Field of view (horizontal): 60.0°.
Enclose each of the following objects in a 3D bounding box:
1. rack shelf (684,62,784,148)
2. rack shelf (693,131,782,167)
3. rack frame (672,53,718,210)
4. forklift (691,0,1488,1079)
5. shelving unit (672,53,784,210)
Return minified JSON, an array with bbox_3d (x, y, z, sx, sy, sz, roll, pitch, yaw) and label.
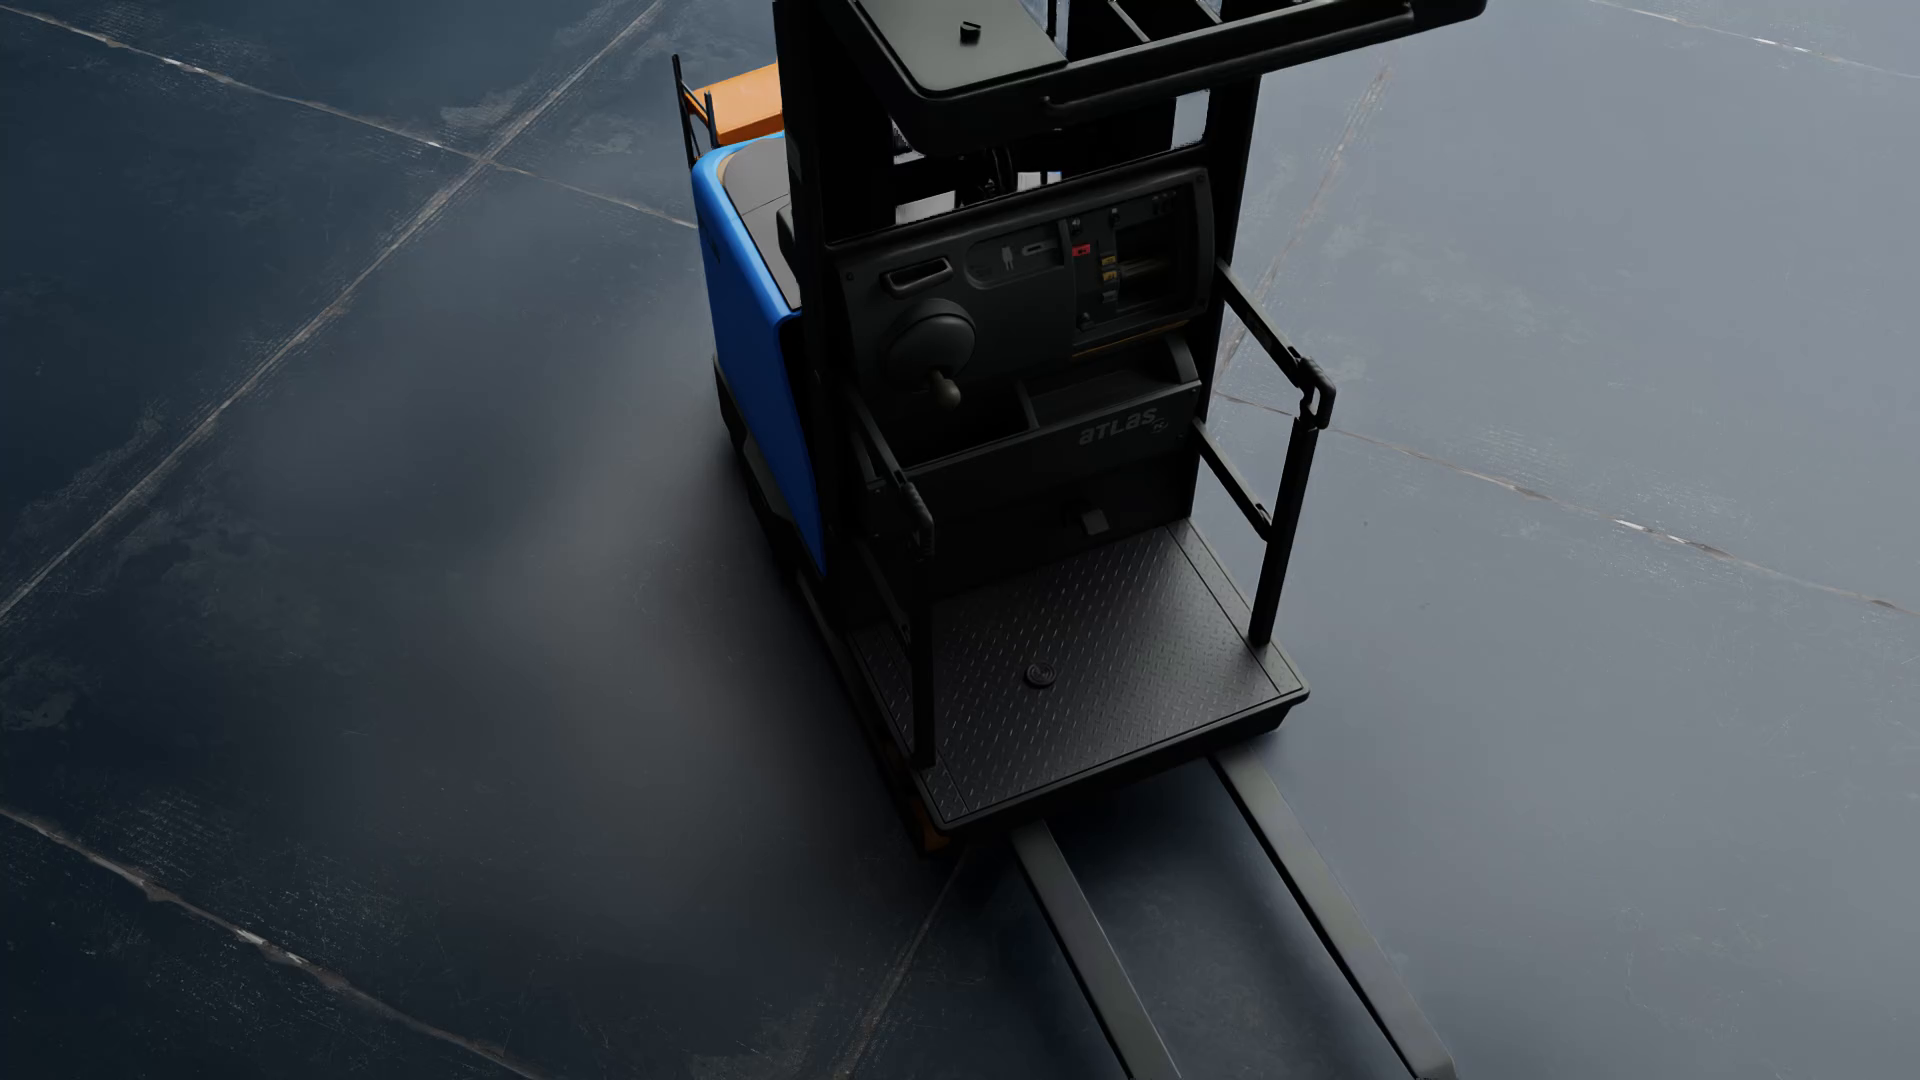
[{"bbox_3d":[-0.571,-1.315,5.064,0.480,0.148,0.258,-25,54,-20],"label":"rack shelf"},{"bbox_3d":[-0.570,-1.161,5.243,0.480,0.148,0.258,-25,54,-20],"label":"rack shelf"},{"bbox_3d":[-0.778,-0.962,5.280,0.015,1.200,0.240,-25,54,-20],"label":"rack frame"},{"bbox_3d":[0.257,-0.484,3.737,1.130,2.935,3.031,-18,52,-15],"label":"forklift"},{"bbox_3d":[-0.570,-1.059,5.362,0.503,1.200,0.258,-25,54,-20],"label":"shelving unit"}]
